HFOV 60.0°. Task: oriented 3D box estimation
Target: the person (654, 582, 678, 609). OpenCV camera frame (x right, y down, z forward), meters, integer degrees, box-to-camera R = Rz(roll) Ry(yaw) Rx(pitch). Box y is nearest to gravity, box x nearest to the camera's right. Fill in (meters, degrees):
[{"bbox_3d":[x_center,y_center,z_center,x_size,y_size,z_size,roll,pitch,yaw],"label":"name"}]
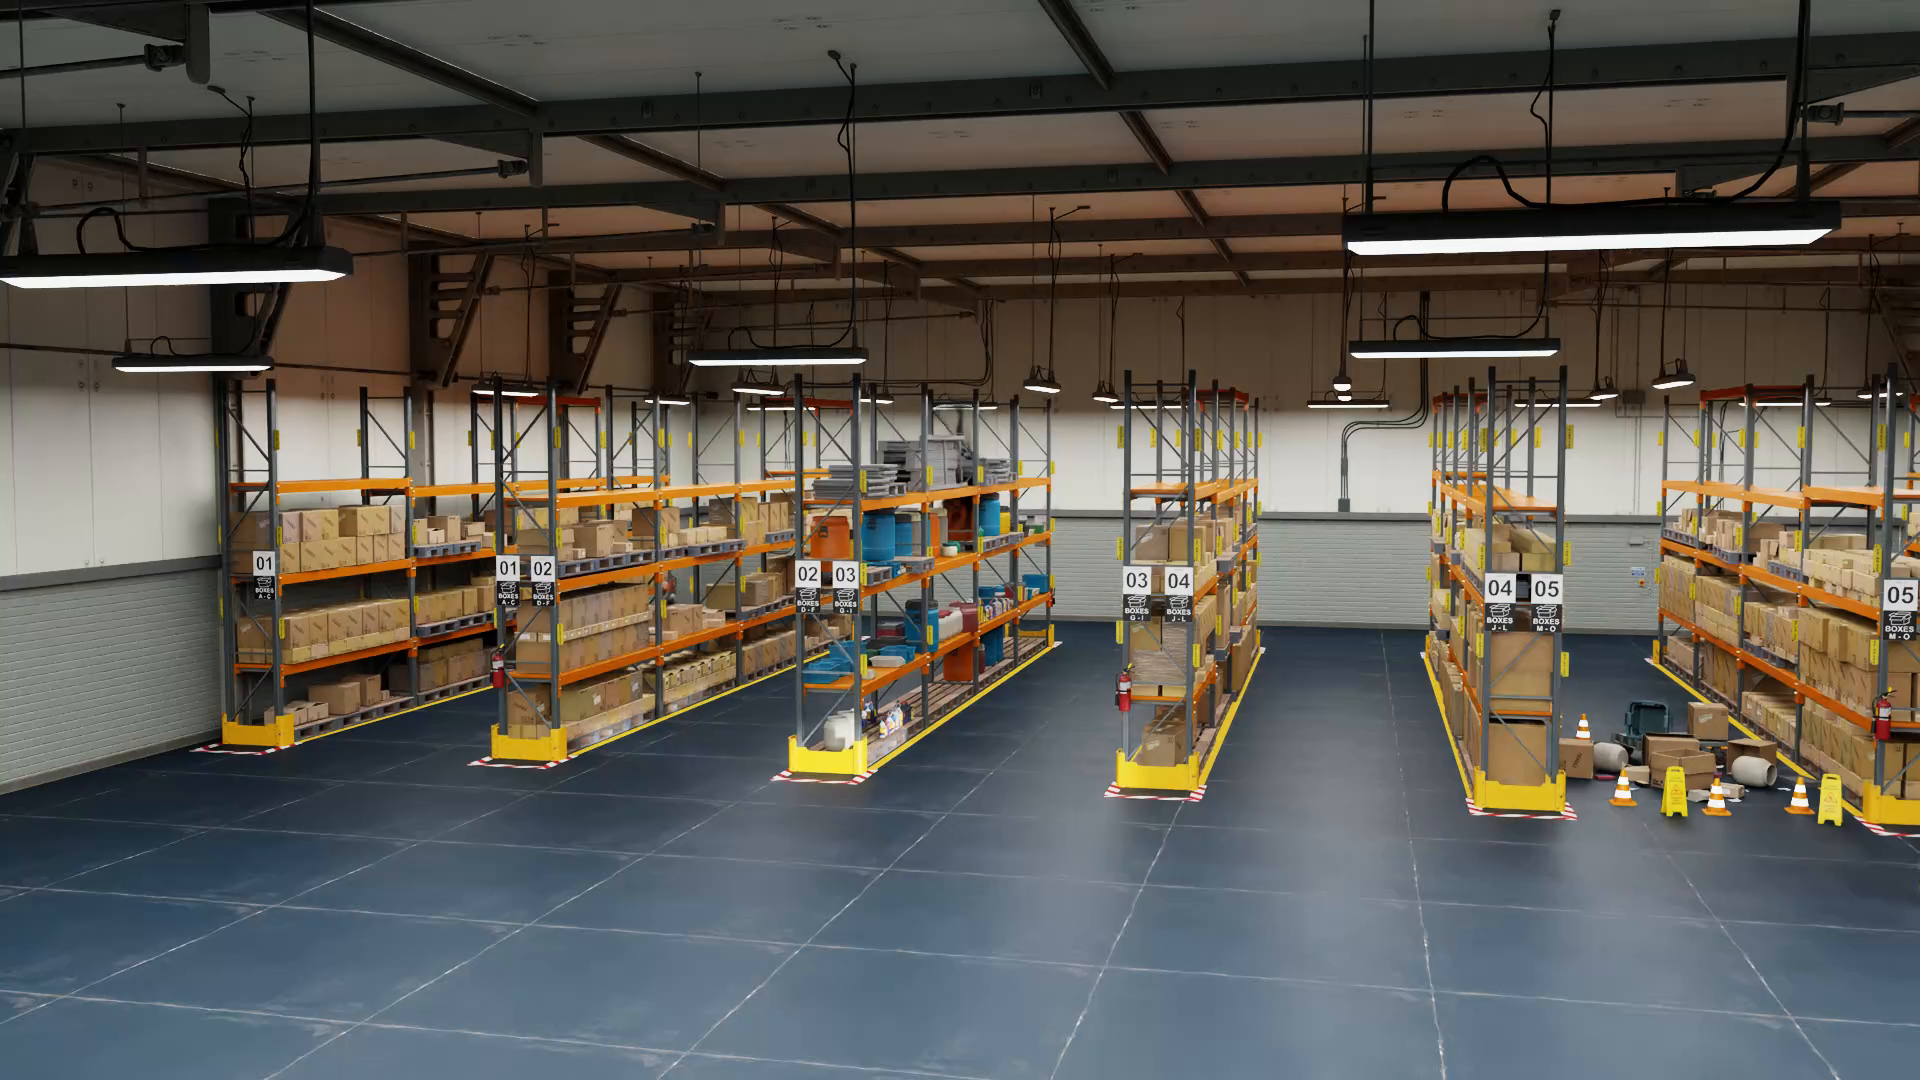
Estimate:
[{"bbox_3d":[-6.860,1.828,38.683,0.663,1.727,0.931,1,3,9],"label":"person"}]
